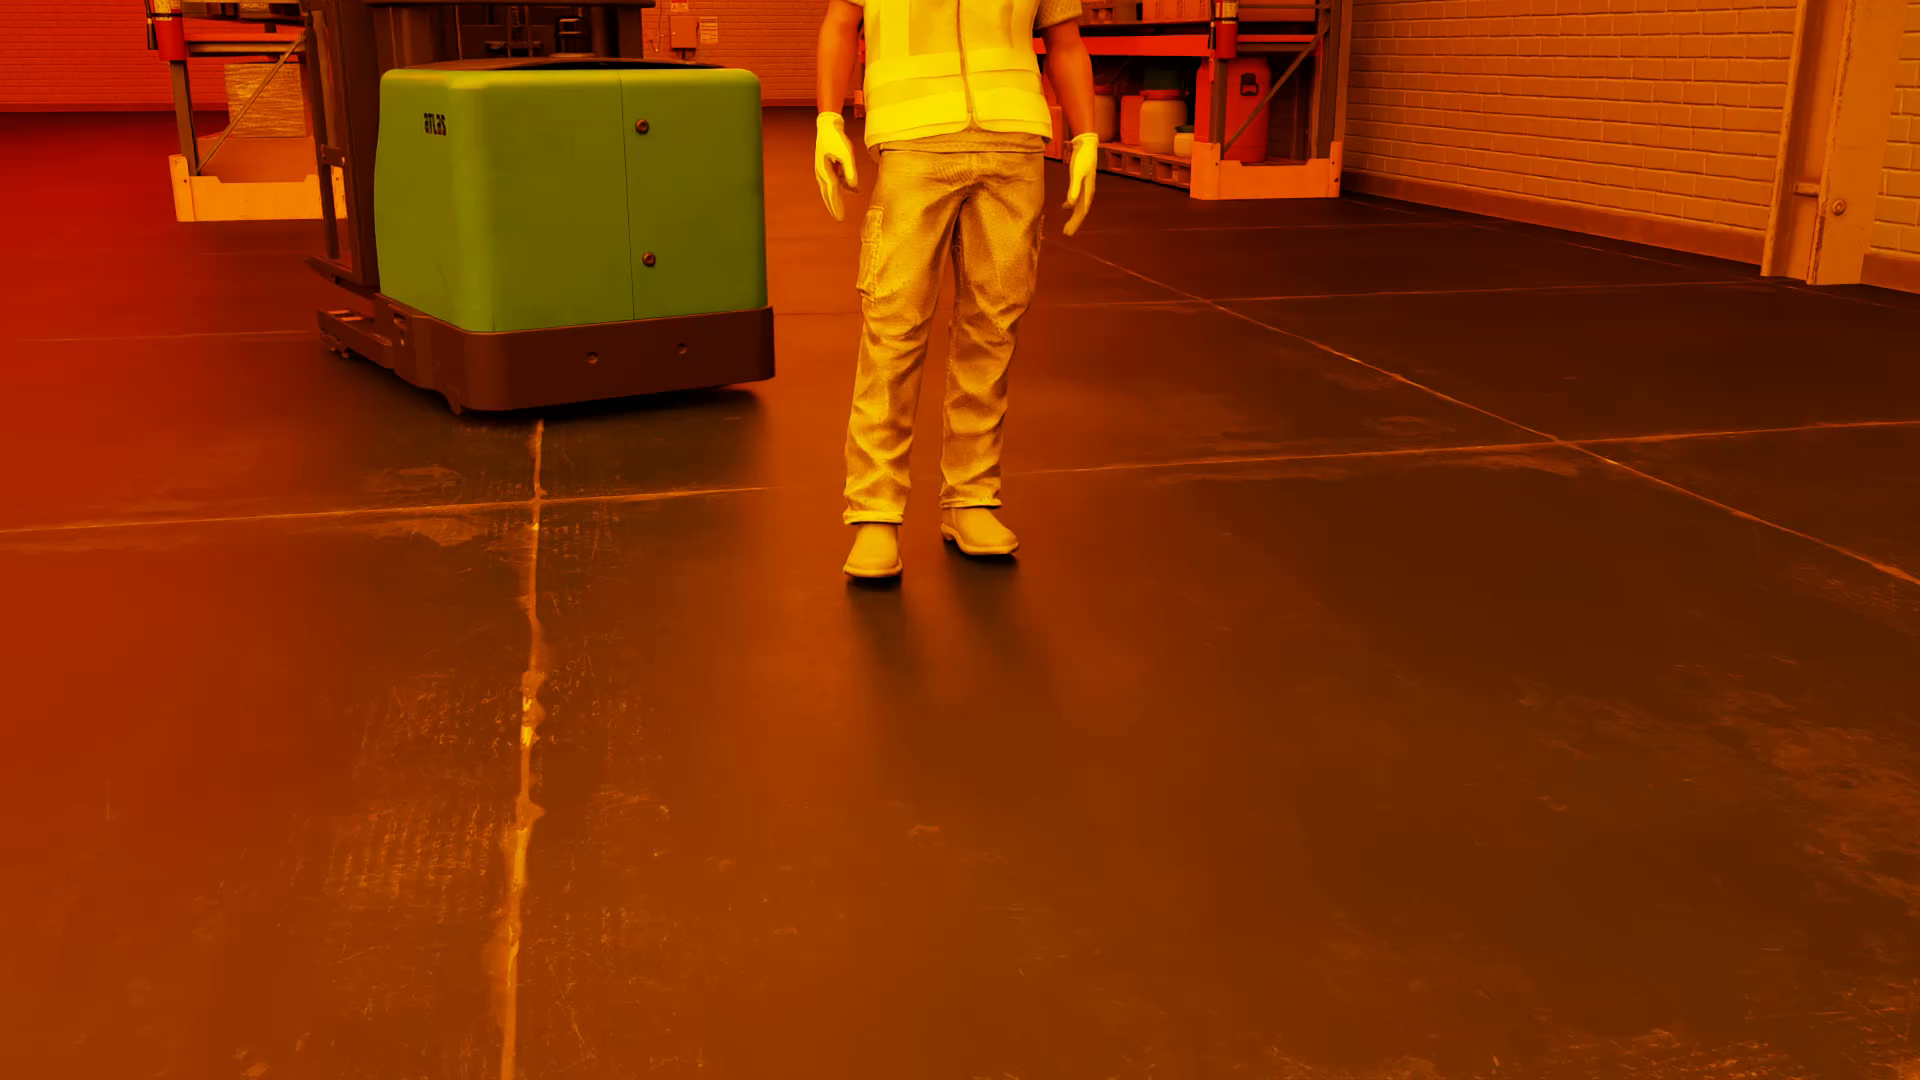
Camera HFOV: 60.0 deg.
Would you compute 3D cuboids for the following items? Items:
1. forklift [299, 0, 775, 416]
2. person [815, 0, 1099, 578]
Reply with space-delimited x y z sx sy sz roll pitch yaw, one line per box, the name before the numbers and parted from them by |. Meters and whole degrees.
forklift | -1.854 -2.160 6.142 1.130 2.935 3.031 -11 20 -32
person | 0.008 -0.841 3.690 0.657 1.785 0.575 -4 17 -12
